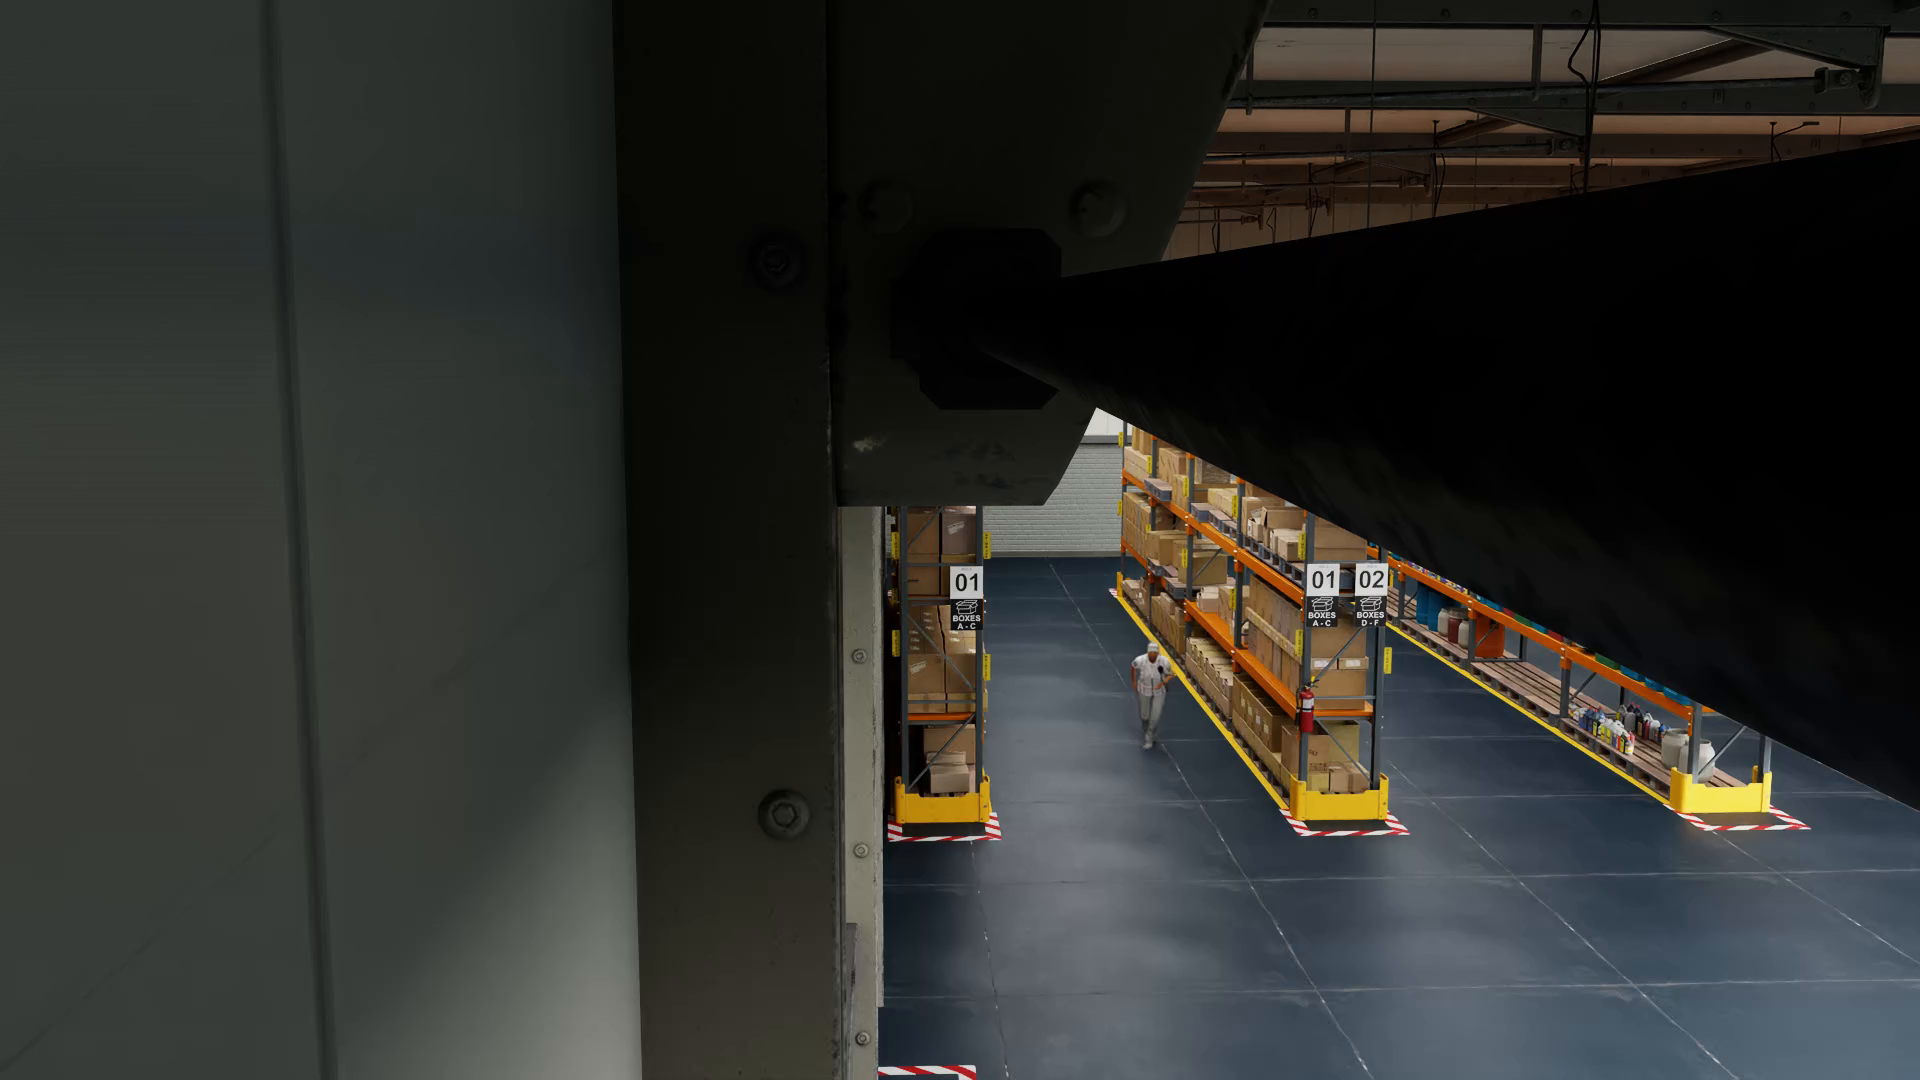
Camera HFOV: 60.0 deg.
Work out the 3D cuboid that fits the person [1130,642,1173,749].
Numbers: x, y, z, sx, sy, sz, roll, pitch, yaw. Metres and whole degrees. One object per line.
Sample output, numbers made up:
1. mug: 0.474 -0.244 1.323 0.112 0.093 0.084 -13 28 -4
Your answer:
1. person: 2.750 2.219 23.897 0.596 1.598 0.703 0 8 2
